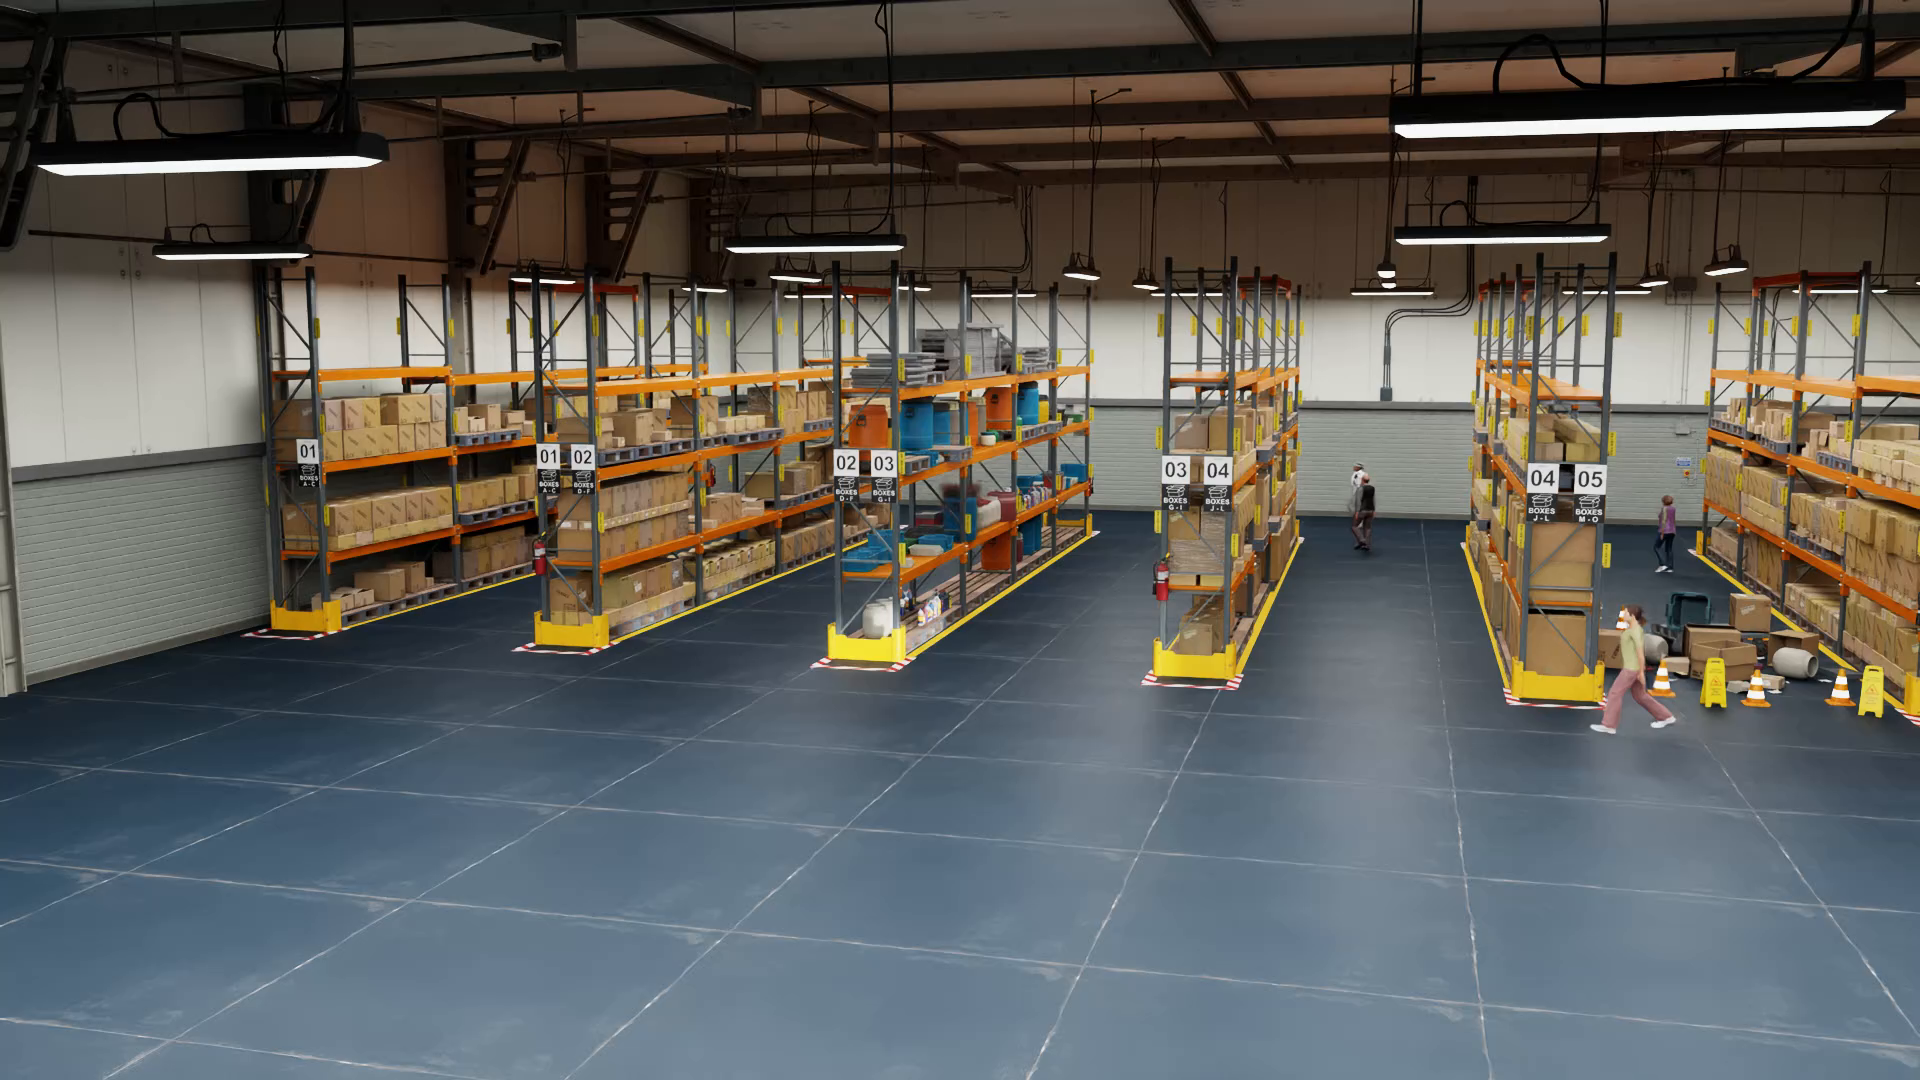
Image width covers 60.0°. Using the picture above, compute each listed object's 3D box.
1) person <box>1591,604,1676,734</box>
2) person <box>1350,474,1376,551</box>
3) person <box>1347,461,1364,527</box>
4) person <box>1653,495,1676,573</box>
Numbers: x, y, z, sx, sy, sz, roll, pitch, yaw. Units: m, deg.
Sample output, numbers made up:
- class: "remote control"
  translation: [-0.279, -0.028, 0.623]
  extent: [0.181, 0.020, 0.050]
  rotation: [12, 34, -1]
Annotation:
- class: "person"
  translation: [8.340, 1.594, 20.504]
  extent: [1.002, 1.628, 0.448]
  rotation: [2, 8, 16]
- class: "person"
  translation: [9.168, -0.625, 37.645]
  extent: [0.571, 1.722, 0.452]
  rotation: [-4, 8, -27]
- class: "person"
  translation: [10.012, -1.146, 41.925]
  extent: [0.445, 1.709, 0.485]
  rotation: [0, 7, 3]
- class: "person"
  translation: [14.560, -0.116, 34.254]
  extent: [0.445, 1.597, 0.372]
  rotation: [-5, 9, -32]
